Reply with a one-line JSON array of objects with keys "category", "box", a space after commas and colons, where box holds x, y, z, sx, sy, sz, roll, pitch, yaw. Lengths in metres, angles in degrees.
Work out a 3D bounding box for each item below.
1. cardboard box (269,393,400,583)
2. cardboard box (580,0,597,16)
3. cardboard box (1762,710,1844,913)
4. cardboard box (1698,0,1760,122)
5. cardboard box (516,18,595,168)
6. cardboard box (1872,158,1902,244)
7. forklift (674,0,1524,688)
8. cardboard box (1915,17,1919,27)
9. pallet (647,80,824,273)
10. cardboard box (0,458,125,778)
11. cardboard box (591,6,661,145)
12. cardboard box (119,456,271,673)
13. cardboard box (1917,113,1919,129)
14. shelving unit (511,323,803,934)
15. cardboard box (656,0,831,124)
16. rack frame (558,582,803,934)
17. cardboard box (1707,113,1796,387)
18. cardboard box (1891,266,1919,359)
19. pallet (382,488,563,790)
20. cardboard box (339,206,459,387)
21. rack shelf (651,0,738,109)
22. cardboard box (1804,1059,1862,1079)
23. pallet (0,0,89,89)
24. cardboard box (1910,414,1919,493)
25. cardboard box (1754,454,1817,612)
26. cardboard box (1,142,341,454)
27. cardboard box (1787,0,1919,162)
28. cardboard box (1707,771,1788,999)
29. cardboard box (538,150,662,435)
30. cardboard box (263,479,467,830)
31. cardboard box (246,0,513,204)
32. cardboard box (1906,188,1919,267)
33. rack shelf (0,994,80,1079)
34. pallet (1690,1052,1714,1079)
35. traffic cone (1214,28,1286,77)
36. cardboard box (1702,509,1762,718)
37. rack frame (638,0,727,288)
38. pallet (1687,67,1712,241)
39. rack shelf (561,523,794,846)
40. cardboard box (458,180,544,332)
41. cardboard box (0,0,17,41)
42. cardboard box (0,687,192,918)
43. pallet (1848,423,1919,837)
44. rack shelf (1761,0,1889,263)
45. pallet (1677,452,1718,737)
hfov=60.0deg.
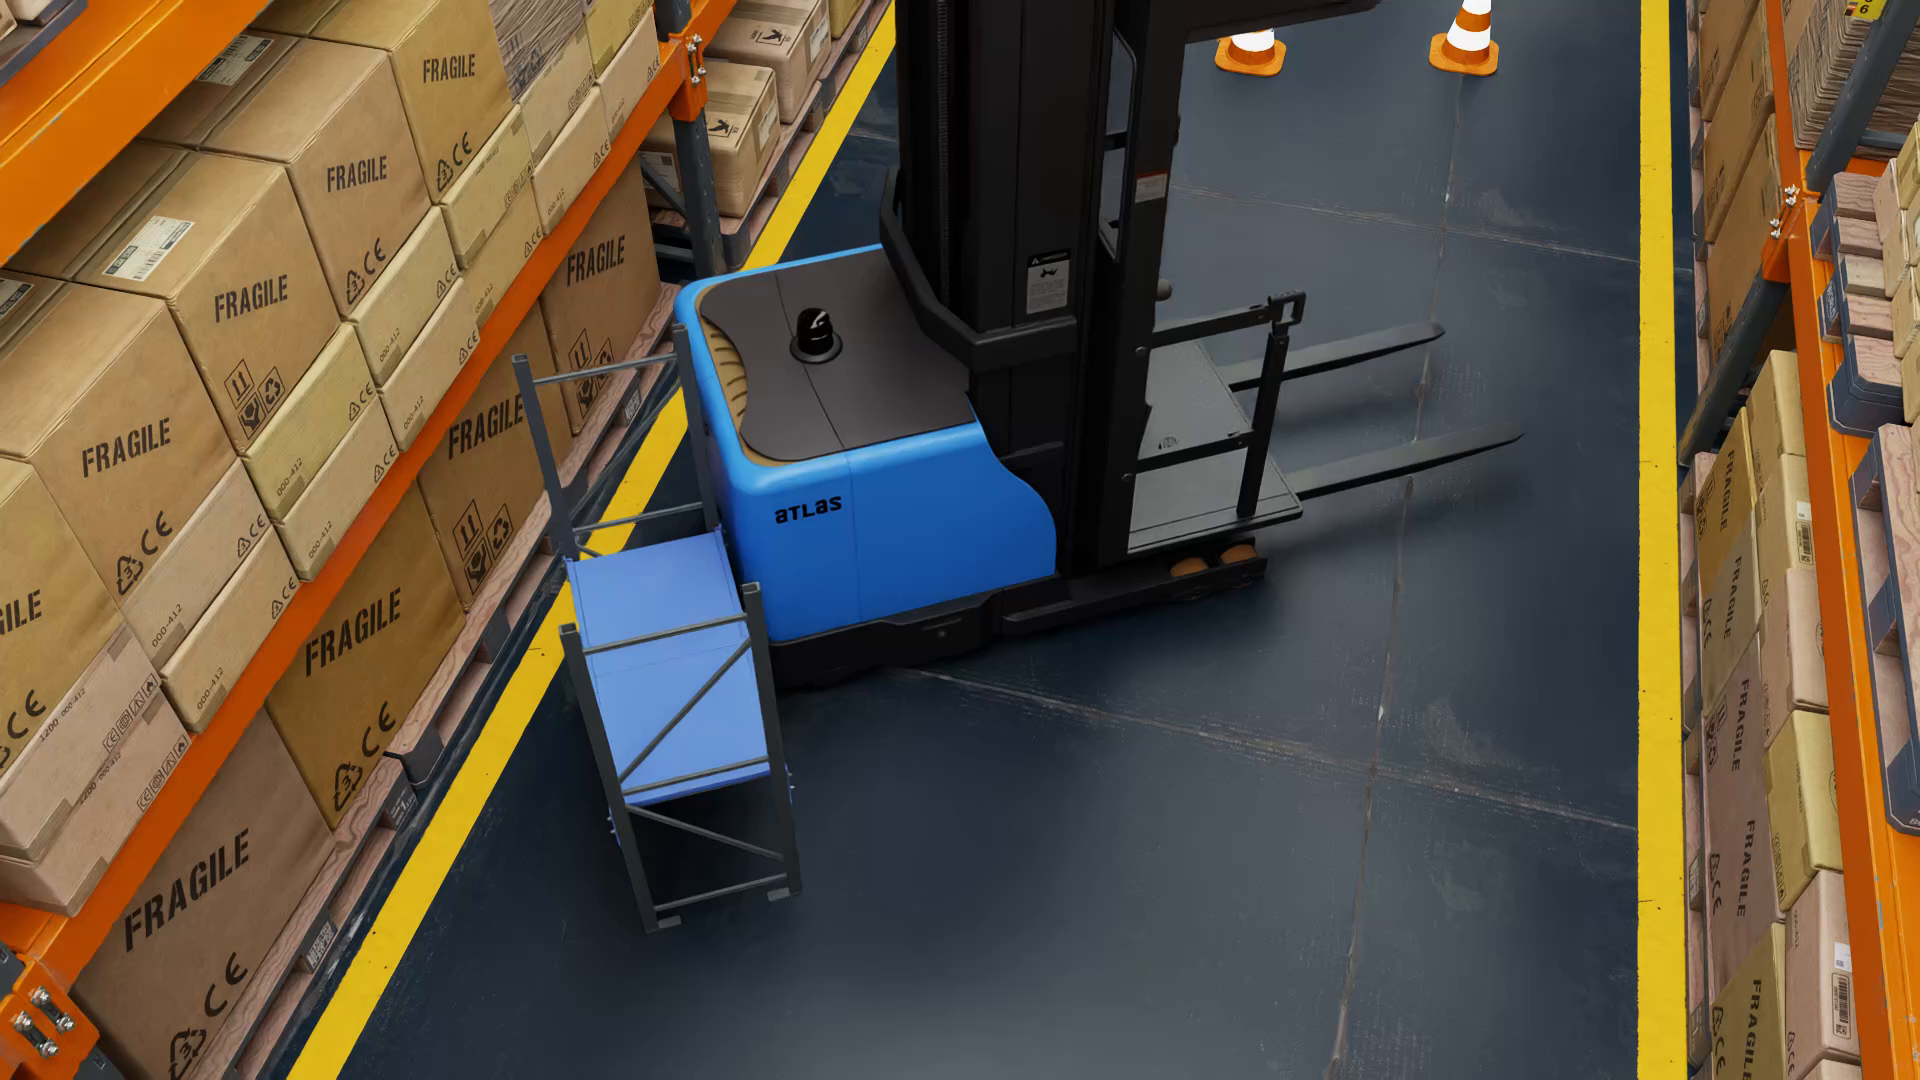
[{"category": "cardboard box", "box": [-1.895, -0.192, 4.519, 0.500, 0.250, 0.500, 11, 50, 10]}, {"category": "cardboard box", "box": [-1.381, -2.065, 5.339, 0.500, 0.500, 0.500, 10, 49, 9]}, {"category": "cardboard box", "box": [2.478, 0.767, 4.459, 0.500, 0.250, 0.500, 10, 49, 8]}, {"category": "cardboard box", "box": [4.023, -2.347, 7.541, 1.050, 0.750, 0.750, 12, 50, 10]}, {"category": "cardboard box", "box": [-1.511, -1.471, 5.314, 0.500, 0.250, 0.500, 10, 49, 9]}, {"category": "cardboard box", "box": [2.992, -0.995, 5.015, 0.380, 0.149, 0.250, 11, 49, 10]}, {"category": "forklift", "box": [0.601, -1.115, 5.279, 3.031, 2.935, 1.130, -14, 50, -12]}, {"category": "cardboard box", "box": [3.432, -1.910, 5.201, 0.700, 0.500, 0.500, 11, 50, 10]}, {"category": "pallet", "box": [-1.290, -1.769, 7.671, 1.003, 0.211, 1.213, 12, 50, 10]}, {"category": "cardboard box", "box": [-2.157, 0.141, 3.391, 0.500, 0.500, 0.500, 12, 50, 10]}, {"category": "cardboard box", "box": [-1.380, -1.660, 5.815, 0.500, 0.250, 0.500, 10, 49, 9]}, {"category": "cardboard box", "box": [-2.052, 0.005, 4.011, 0.500, 0.250, 0.500, 12, 50, 11]}, {"category": "cardboard box", "box": [2.995, -1.177, 4.779, 0.380, 0.149, 0.250, 12, 50, 10]}, {"category": "shelving unit", "box": [-0.884, 0.298, 4.987, 0.538, 1.500, 1.048, -12, 50, -11]}, {"category": "cardboard box", "box": [-1.153, -2.338, 7.786, 0.950, 0.372, 0.625, 11, 49, 9]}, {"category": "rack frame", "box": [-0.740, 0.663, 4.664, 0.500, 1.500, 0.032, -12, 50, -11]}, {"category": "cardboard box", "box": [3.552, -1.040, 6.388, 1.050, 0.750, 0.750, 11, 49, 10]}, {"category": "cardboard box", "box": [2.851, -0.606, 4.672, 0.380, 0.149, 0.250, 14, 50, 12]}, {"category": "pallet", "box": [-2.101, 0.231, 5.906, 1.003, 0.211, 1.213, 12, 50, 10]}, {"category": "cardboard box", "box": [-1.763, -0.721, 4.652, 0.500, 0.250, 0.500, 10, 49, 9]}, {"category": "rack shelf", "box": [-0.971, -3.336, 7.673, 1.077, 0.370, 4.000, 12, 50, 10]}, {"category": "cardboard box", "box": [2.204, 1.521, 3.794, 0.500, 0.250, 0.500, 10, 49, 9]}, {"category": "pallet", "box": [-2.357, -0.836, 3.114, 0.805, 0.209, 1.217, 10, 49, 9]}, {"category": "cardboard box", "box": [2.714, -0.217, 4.329, 0.380, 0.149, 0.250, 13, 50, 11]}, {"category": "cardboard box", "box": [2.756, 0.035, 5.106, 0.500, 0.250, 0.500, 11, 49, 10]}, {"category": "cardboard box", "box": [-1.915, -0.595, 4.041, 0.500, 0.500, 0.500, 10, 49, 9]}, {"category": "cardboard box", "box": [3.164, -1.635, 5.626, 0.500, 0.500, 0.500, 12, 50, 10]}, {"category": "cardboard box", "box": [2.478, 1.032, 4.726, 0.500, 0.500, 0.500, 11, 49, 9]}, {"category": "cardboard box", "box": [-1.759, -1.080, 6.339, 0.875, 0.875, 0.875, 11, 50, 10]}, {"category": "cardboard box", "box": [-2.234, 0.211, 5.200, 0.875, 0.875, 0.875, 13, 50, 11]}, {"category": "cardboard box", "box": [-1.645, -1.335, 4.694, 0.500, 0.500, 0.500, 12, 50, 10]}, {"category": "cardboard box", "box": [2.914, -0.871, 4.707, 0.380, 0.149, 0.250, 14, 50, 12]}, {"category": "rack shelf", "box": [-3.077, 2.451, 2.566, 1.077, 0.370, 4.000, 12, 50, 10]}, {"category": "pallet", "box": [2.455, 2.029, 4.318, 1.003, 0.211, 1.213, 12, 50, 10]}, {"category": "traffic cone", "box": [1.468, -2.601, 8.237, 0.336, 0.463, 0.334, 12, 50, 10]}, {"category": "cardboard box", "box": [2.743, 0.291, 5.380, 0.500, 0.500, 0.500, 12, 50, 10]}, {"category": "rack frame", "box": [-1.497, -2.127, 6.127, 1.000, 3.000, 0.127, 12, 50, 10]}, {"category": "pallet", "box": [3.908, -1.736, 7.641, 1.003, 0.211, 1.213, 12, 50, 10]}, {"category": "rack shelf", "box": [-0.884, 0.417, 5.122, 0.538, 0.185, 1.000, -12, 50, -11]}, {"category": "cardboard box", "box": [-1.647, -0.927, 5.167, 0.500, 0.250, 0.500, 11, 50, 10]}, {"category": "cardboard box", "box": [-2.039, -0.979, 2.766, 0.500, 0.500, 0.500, 11, 49, 9]}, {"category": "cardboard box", "box": [-2.180, 0.550, 3.864, 0.500, 0.250, 0.500, 11, 49, 9]}, {"category": "pallet", "box": [2.823, 0.280, 4.130, 1.003, 0.211, 1.213, 12, 50, 10]}, {"category": "rack shelf", "box": [3.831, -2.432, 6.875, 1.077, 0.370, 4.000, 12, 50, 10]}, {"category": "pallet", "box": [3.098, 0.264, 5.876, 1.003, 0.211, 1.213, 12, 50, 10]}]
